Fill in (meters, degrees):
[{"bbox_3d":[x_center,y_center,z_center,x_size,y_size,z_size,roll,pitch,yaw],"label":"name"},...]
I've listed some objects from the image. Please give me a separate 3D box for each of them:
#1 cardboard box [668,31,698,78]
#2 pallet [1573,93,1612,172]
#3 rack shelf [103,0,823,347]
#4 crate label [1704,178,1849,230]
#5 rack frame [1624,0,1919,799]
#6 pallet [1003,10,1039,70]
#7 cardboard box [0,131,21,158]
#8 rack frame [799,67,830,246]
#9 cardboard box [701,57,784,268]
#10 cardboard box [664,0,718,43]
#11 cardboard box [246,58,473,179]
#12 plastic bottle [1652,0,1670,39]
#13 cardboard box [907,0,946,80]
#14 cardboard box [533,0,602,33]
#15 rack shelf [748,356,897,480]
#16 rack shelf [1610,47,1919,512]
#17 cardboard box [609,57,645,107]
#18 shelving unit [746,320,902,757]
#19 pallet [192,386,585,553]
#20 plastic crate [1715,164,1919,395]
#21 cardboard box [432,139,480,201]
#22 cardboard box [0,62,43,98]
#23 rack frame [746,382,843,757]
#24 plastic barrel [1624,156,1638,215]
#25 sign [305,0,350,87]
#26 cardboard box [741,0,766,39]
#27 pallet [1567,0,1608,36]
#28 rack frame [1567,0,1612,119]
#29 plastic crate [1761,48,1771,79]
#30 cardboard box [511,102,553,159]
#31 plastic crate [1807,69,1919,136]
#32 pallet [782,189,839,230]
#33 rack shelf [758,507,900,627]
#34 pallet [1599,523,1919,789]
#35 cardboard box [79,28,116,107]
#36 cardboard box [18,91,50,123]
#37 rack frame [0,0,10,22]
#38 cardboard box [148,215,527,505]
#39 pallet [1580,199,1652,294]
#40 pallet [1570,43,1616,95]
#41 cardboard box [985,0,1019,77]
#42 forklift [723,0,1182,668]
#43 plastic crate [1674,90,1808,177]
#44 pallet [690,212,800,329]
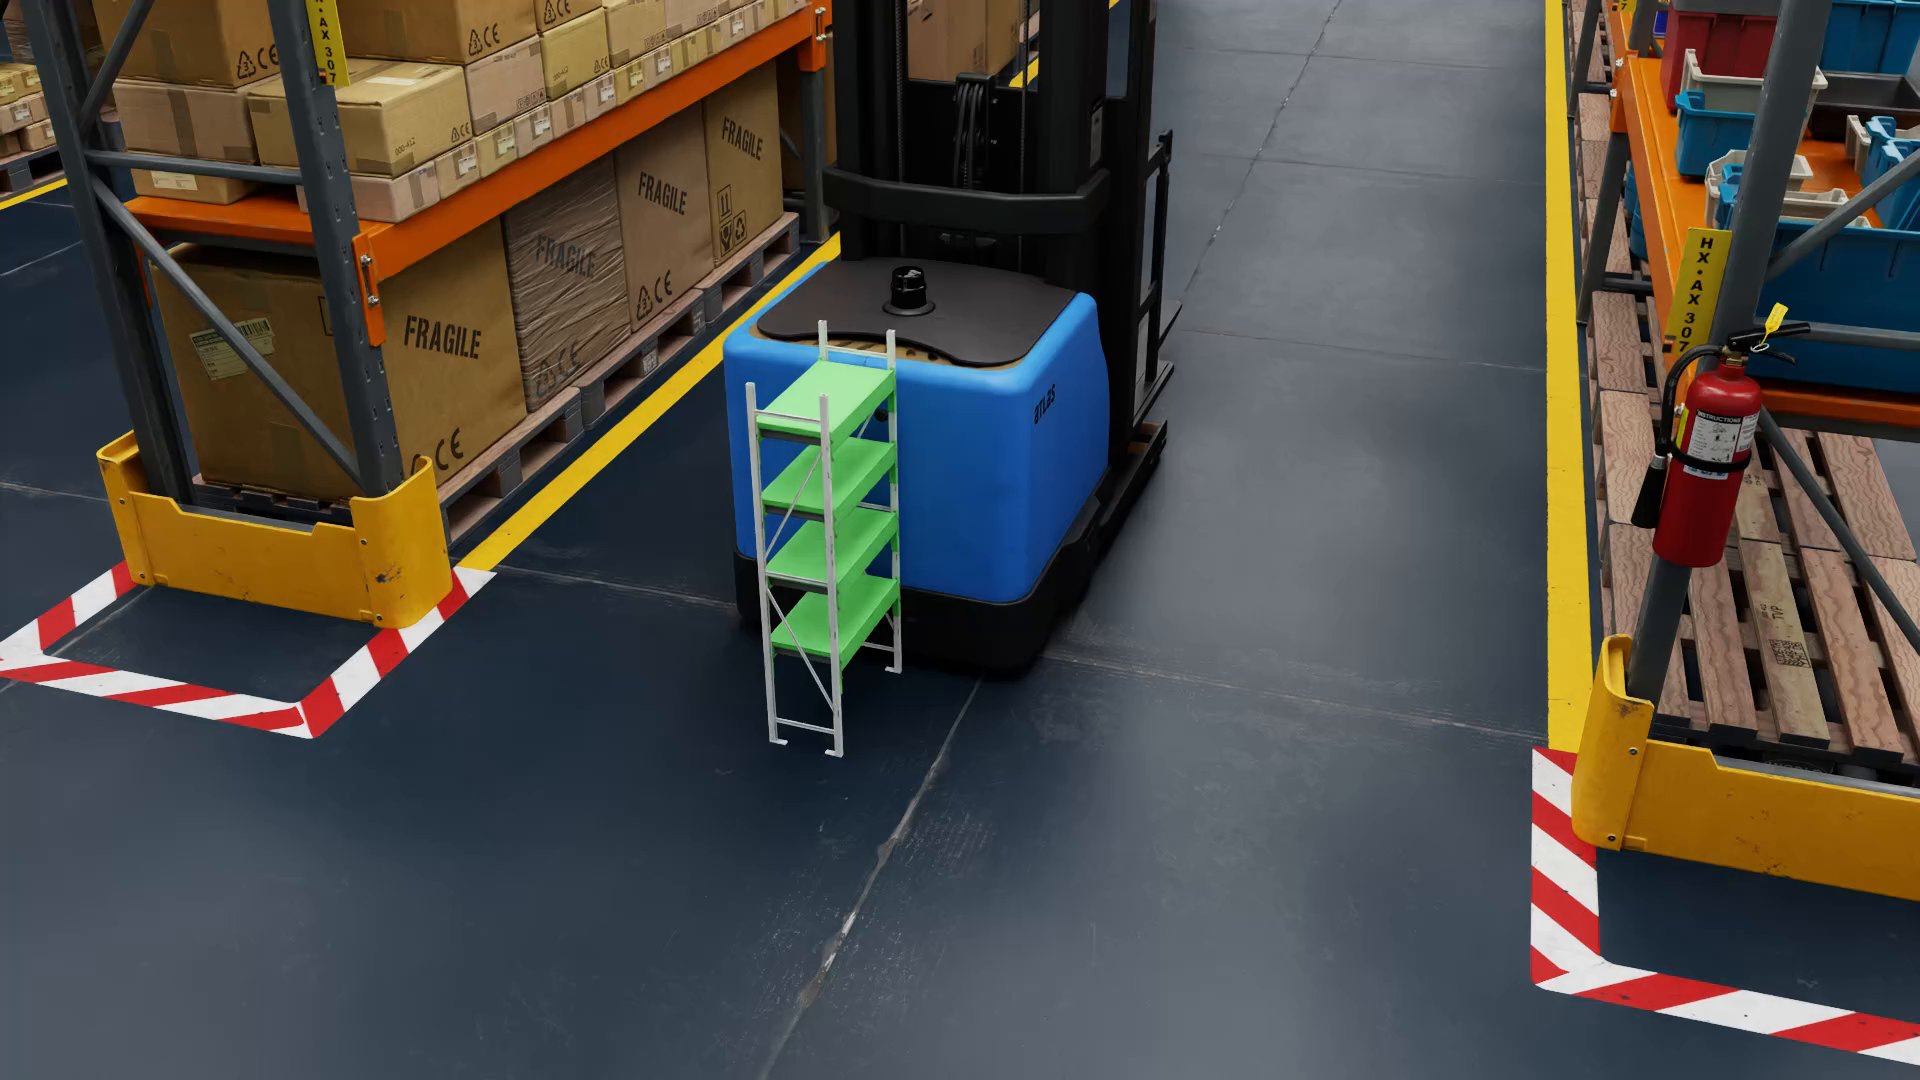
[{"bbox_3d":[-1.374,-2.134,7.259,0.380,0.149,0.250,8,30,14],"label":"cardboard box"},{"bbox_3d":[4.496,-2.591,10.690,1.003,0.211,1.213,8,30,15],"label":"pallet"},{"bbox_3d":[-1.808,-1.786,7.114,1.077,0.370,4.000,8,30,15],"label":"rack shelf"},{"bbox_3d":[2.563,-1.045,5.253,0.396,0.136,0.243,8,30,15],"label":"crate label"},{"bbox_3d":[2.340,-0.464,3.998,1.000,3.000,0.127,8,30,15],"label":"rack frame"},{"bbox_3d":[0.184,-4.033,13.282,1.003,0.211,1.213,8,30,15],"label":"pallet"},{"bbox_3d":[-5.878,-2.382,9.947,0.380,0.149,0.250,9,30,16],"label":"cardboard box"},{"bbox_3d":[-1.221,-3.029,8.610,1.000,3.000,0.127,8,30,15],"label":"rack frame"},{"bbox_3d":[-1.491,-1.989,8.494,0.875,0.875,0.875,8,30,15],"label":"cardboard box"},{"bbox_3d":[-1.399,-2.373,7.279,0.500,0.250,0.500,9,30,16],"label":"cardboard box"},{"bbox_3d":[-1.996,-1.419,5.564,0.500,0.250,0.500,8,30,14],"label":"cardboard box"},{"bbox_3d":[3.321,-2.498,7.782,0.152,0.276,0.135,8,30,15],"label":"plastic bottle"},{"bbox_3d":[-0.791,-3.000,10.311,1.225,0.875,0.875,7,30,13],"label":"cardboard box"},{"bbox_3d":[-1.703,-2.221,6.234,0.500,0.500,0.500,8,30,14],"label":"cardboard box"},{"bbox_3d":[-0.389,-0.361,4.808,0.258,0.148,0.480,10,31,17],"label":"rack shelf"},{"bbox_3d":[2.927,-1.079,5.844,1.077,0.370,4.000,8,30,15],"label":"rack shelf"},{"bbox_3d":[-1.525,-1.894,6.827,0.380,0.149,0.250,8,30,14],"label":"cardboard box"},{"bbox_3d":[-0.389,0.003,5.011,0.258,1.200,0.503,10,31,17],"label":"shelving unit"},{"bbox_3d":[-2.235,-0.335,6.634,1.003,0.211,1.213,8,30,15],"label":"pallet"},{"bbox_3d":[2.259,-0.688,4.302,0.616,0.435,0.499,8,30,15],"label":"plastic crate"},{"bbox_3d":[-1.901,-1.298,5.756,0.380,0.149,0.250,8,30,14],"label":"cardboard box"},{"bbox_3d":[-5.788,-2.779,10.049,0.380,0.149,0.250,9,30,16],"label":"cardboard box"},{"bbox_3d":[-0.471,0.115,4.810,0.240,1.200,0.015,10,31,17],"label":"rack frame"},{"bbox_3d":[3.898,-2.169,8.789,0.600,0.901,0.708,8,30,15],"label":"plastic barrel"},{"bbox_3d":[-1.866,-1.501,4.891,0.100,0.325,0.005,8,30,15],"label":"sign"},{"bbox_3d":[-1.148,-2.492,7.903,0.380,0.149,0.250,8,30,14],"label":"cardboard box"},{"bbox_3d":[5.669,-4.451,14.035,1.003,0.211,1.213,8,30,15],"label":"pallet"},{"bbox_3d":[4.688,-4.181,10.681,1.000,3.000,0.127,8,30,15],"label":"rack frame"},{"bbox_3d":[3.241,-2.038,7.037,0.396,0.136,0.243,8,30,15],"label":"plastic crate"},{"bbox_3d":[-1.751,-1.538,6.188,0.380,0.149,0.250,8,30,14],"label":"cardboard box"},{"bbox_3d":[3.442,-1.670,6.388,0.437,0.125,0.590,8,30,15],"label":"plastic crate"},{"bbox_3d":[-1.066,-2.180,9.952,1.003,0.211,1.213,8,30,15],"label":"pallet"},{"bbox_3d":[-0.389,0.059,5.042,0.258,0.148,0.480,10,31,17],"label":"rack shelf"},{"bbox_3d":[2.619,0.377,5.355,1.003,0.211,1.213,8,30,15],"label":"pallet"},{"bbox_3d":[-5.462,-3.181,11.022,0.500,0.500,0.500,10,31,17],"label":"cardboard box"},{"bbox_3d":[-5.721,-2.660,10.141,0.380,0.149,0.250,9,30,16],"label":"cardboard box"},{"bbox_3d":[-5.933,-3.784,9.967,1.000,3.000,0.127,8,30,15],"label":"rack frame"},{"bbox_3d":[-2.284,-0.734,6.238,0.875,0.875,0.875,8,30,15],"label":"cardboard box"},{"bbox_3d":[3.780,-1.457,8.651,1.003,0.211,1.213,8,30,15],"label":"pallet"},{"bbox_3d":[4.952,-3.317,11.996,1.003,0.211,1.213,8,30,15],"label":"pallet"},{"bbox_3d":[-0.269,-3.826,11.795,1.225,0.875,0.875,7,30,13],"label":"cardboard box"},{"bbox_3d":[0.211,-1.569,6.055,1.130,2.935,3.031,10,31,17],"label":"forklift"},{"bbox_3d":[2.697,-1.408,5.805,0.416,0.233,0.300,8,30,15],"label":"plastic crate"},{"bbox_3d":[-1.519,-1.469,8.673,1.003,0.211,1.213,8,30,15],"label":"pallet"}]
